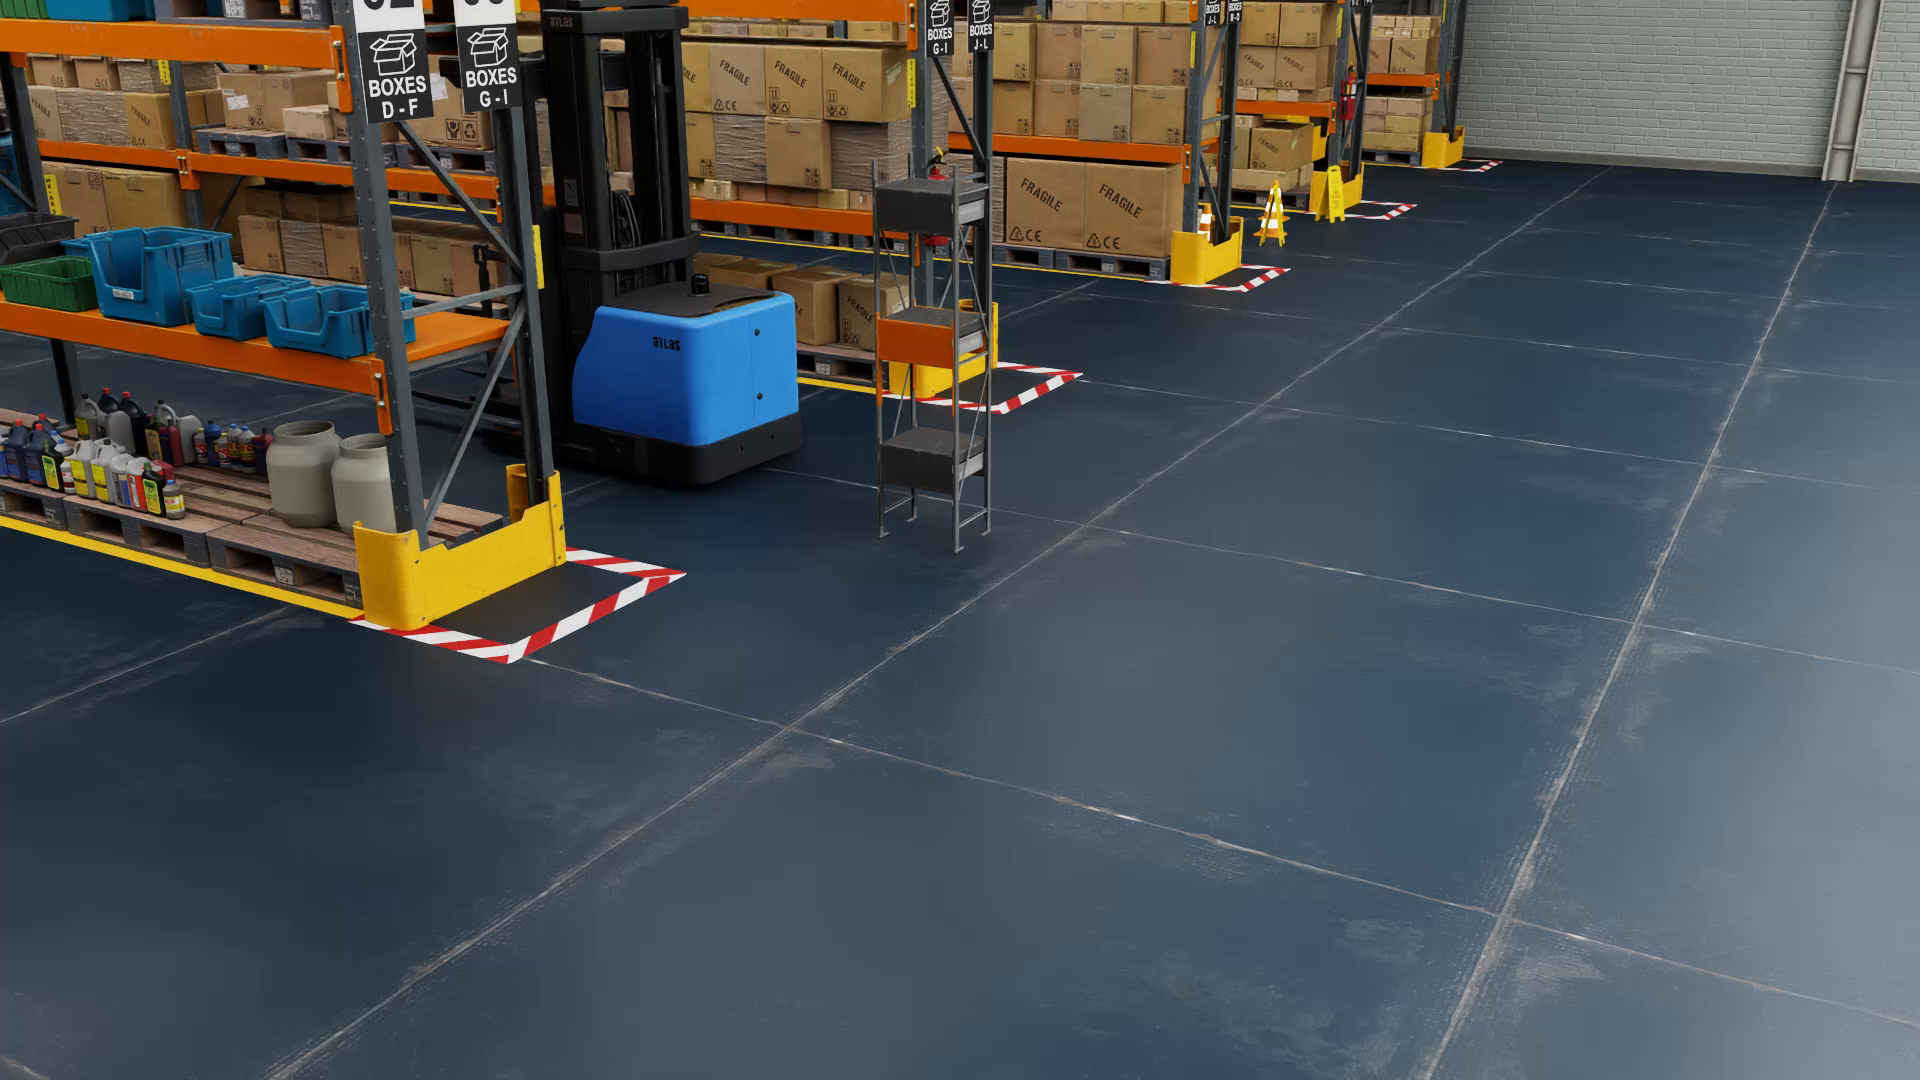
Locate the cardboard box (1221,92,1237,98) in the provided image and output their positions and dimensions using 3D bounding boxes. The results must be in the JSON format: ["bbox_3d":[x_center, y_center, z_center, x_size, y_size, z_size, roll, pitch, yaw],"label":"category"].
[{"bbox_3d":[3.471,-5.642,20.888,0.250,0.149,0.380,11,23,28],"label":"cardboard box"}]

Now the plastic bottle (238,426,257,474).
[{"bbox_3d":[-4.194,-0.536,9.799,0.097,0.271,0.097,0,20,0],"label":"plastic bottle"}]

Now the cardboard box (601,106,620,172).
[{"bbox_3d":[-2.758,-3.300,13.481,0.500,0.500,0.875,11,23,27],"label":"cardboard box"}]

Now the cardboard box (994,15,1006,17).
[{"bbox_3d":[0.601,-8.752,27.995,0.250,0.149,0.380,12,23,29],"label":"cardboard box"}]

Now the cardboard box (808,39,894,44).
[{"bbox_3d":[-0.829,-3.549,12.702,0.500,0.500,0.500,11,23,27],"label":"cardboard box"}]

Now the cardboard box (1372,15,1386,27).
[{"bbox_3d":[6.134,-7.683,24.611,0.250,0.149,0.380,11,23,28],"label":"cardboard box"}]

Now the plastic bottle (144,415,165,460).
[{"bbox_3d":[-4.831,-0.614,9.996,0.133,0.283,0.061,11,23,27],"label":"plastic bottle"}]

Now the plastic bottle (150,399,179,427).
[{"bbox_3d":[-4.803,-0.680,10.081,0.185,0.351,0.144,11,22,27],"label":"plastic bottle"}]

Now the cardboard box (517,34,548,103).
[{"bbox_3d":[-3.271,-3.806,13.410,0.500,0.500,0.500,11,23,27],"label":"cardboard box"}]

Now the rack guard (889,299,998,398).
[{"bbox_3d":[-0.115,-1.472,12.691,0.348,0.500,1.175,11,23,27],"label":"rack guard"}]

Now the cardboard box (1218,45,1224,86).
[{"bbox_3d":[3.307,-5.949,20.783,0.500,0.500,0.500,11,23,27],"label":"cardboard box"}]

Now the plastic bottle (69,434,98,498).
[{"bbox_3d":[-4.918,-0.427,9.383,0.185,0.351,0.144,11,22,27],"label":"plastic bottle"}]

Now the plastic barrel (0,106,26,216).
[{"bbox_3d":[-6.145,-2.216,10.339,0.708,0.901,0.600,11,23,27],"label":"plastic barrel"}]

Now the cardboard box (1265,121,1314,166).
[{"bbox_3d":[4.194,-5.063,21.239,0.500,0.500,0.500,10,22,26],"label":"cardboard box"}]

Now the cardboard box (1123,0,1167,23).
[{"bbox_3d":[2.431,-6.586,21.074,0.500,0.500,0.700,10,22,26],"label":"cardboard box"}]

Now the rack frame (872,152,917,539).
[{"bbox_3d":[-0.358,-1.055,9.195,0.015,2.100,0.400,11,23,27],"label":"rack frame"}]

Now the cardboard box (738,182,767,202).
[{"bbox_3d":[-1.497,-2.706,12.793,0.250,0.149,0.380,11,23,27],"label":"cardboard box"}]

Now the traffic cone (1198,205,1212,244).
[{"bbox_3d":[2.688,-3.413,18.095,0.334,0.463,0.336,11,23,27],"label":"traffic cone"}]

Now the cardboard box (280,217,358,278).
[{"bbox_3d":[-5.947,-2.803,15.714,0.500,0.500,0.700,9,22,23],"label":"cardboard box"}]

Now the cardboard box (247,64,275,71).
[{"bbox_3d":[-9.030,-6.360,21.917,0.500,0.500,0.500,10,22,26],"label":"cardboard box"}]

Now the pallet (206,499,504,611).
[{"bbox_3d":[-3.260,0.015,9.013,1.213,0.211,1.003,11,23,27],"label":"pallet"}]

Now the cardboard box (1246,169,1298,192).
[{"bbox_3d":[3.927,-4.548,20.921,0.500,0.250,0.500,11,23,27],"label":"cardboard box"}]

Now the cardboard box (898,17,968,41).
[{"bbox_3d":[-0.191,-5.209,17.524,0.550,0.550,0.875,11,23,27],"label":"cardboard box"}]

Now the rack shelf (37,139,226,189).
[{"bbox_3d":[-8.778,-3.960,16.937,4.000,0.370,1.077,11,23,27],"label":"rack shelf"}]

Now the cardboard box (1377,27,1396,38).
[{"bbox_3d":[6.329,-7.484,24.501,0.250,0.149,0.380,11,23,28],"label":"cardboard box"}]

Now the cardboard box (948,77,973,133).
[{"bbox_3d":[0.200,-4.563,17.325,0.550,0.550,0.875,11,23,27],"label":"cardboard box"}]

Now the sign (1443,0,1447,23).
[{"bbox_3d":[6.925,-7.560,23.761,0.005,0.325,0.100,11,23,27],"label":"sign"}]

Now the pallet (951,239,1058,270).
[{"bbox_3d":[0.662,-3.097,17.592,1.213,0.211,1.003,11,23,27],"label":"pallet"}]

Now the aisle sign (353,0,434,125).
[{"bbox_3d":[-2.546,-2.282,7.445,0.004,0.787,0.394,11,23,27],"label":"aisle sign"}]

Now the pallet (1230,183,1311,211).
[{"bbox_3d":[4.026,-4.432,21.275,1.213,0.211,1.003,11,23,27],"label":"pallet"}]

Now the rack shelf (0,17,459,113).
[{"bbox_3d":[-4.210,-2.565,8.693,4.000,0.370,1.077,11,23,27],"label":"rack shelf"}]

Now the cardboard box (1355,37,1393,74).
[{"bbox_3d":[6.196,-7.203,24.677,0.500,0.500,0.500,12,23,29],"label":"cardboard box"}]

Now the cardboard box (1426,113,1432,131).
[{"bbox_3d":[6.893,-6.343,25.136,0.500,0.250,0.500,11,23,28],"label":"cardboard box"}]

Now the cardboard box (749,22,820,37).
[{"bbox_3d":[-1.920,-5.442,18.357,0.500,0.500,0.700,10,22,26],"label":"cardboard box"}]

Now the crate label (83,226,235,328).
[{"bbox_3d":[-4.202,-1.402,8.781,0.616,0.435,0.502,11,23,27],"label":"crate label"}]

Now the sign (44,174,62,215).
[{"bbox_3d":[-5.678,-2.117,10.398,0.005,0.325,0.100,11,23,27],"label":"sign"}]

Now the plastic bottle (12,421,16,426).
[{"bbox_3d":[-5.544,-0.558,9.843,0.133,0.283,0.061,11,23,27],"label":"plastic bottle"}]

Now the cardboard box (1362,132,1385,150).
[{"bbox_3d":[6.208,-6.038,25.027,0.500,0.250,0.500,11,23,27],"label":"cardboard box"}]

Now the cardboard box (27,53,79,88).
[{"bbox_3d":[-8.819,-4.829,16.661,0.637,0.503,0.797,12,23,29],"label":"cardboard box"}]

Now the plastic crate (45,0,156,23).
[{"bbox_3d":[-4.275,-2.790,8.283,0.575,0.384,0.392,11,23,27],"label":"plastic crate"}]

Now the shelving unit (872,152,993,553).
[{"bbox_3d":[-0.145,-1.015,9.083,0.503,2.100,0.431,11,23,27],"label":"shelving unit"}]

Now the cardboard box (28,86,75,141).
[{"bbox_3d":[-8.915,-4.275,16.606,0.500,0.500,0.500,11,23,28],"label":"cardboard box"}]

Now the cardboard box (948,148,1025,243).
[{"bbox_3d":[0.271,-3.684,17.623,0.875,0.875,0.875,11,23,28],"label":"cardboard box"}]

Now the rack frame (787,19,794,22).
[{"bbox_3d":[-2.199,-6.915,24.030,0.127,3.000,1.000,11,23,27],"label":"rack frame"}]

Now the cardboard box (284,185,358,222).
[{"bbox_3d":[-5.965,-3.162,15.603,0.500,0.250,0.500,14,24,33],"label":"cardboard box"}]

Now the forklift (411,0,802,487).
[{"bbox_3d":[-2.547,-2.064,10.757,3.031,2.935,1.130,12,23,31],"label":"forklift"}]

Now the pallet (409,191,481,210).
[{"bbox_3d":[-6.268,-4.448,21.317,1.213,0.211,1.003,11,23,27],"label":"pallet"}]

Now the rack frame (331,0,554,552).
[{"bbox_3d":[-2.464,-1.160,8.165,0.127,3.000,1.000,11,23,27],"label":"rack frame"}]

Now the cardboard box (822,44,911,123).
[{"bbox_3d":[-0.649,-3.309,12.041,0.500,0.500,0.500,11,23,27],"label":"cardboard box"}]

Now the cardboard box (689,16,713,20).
[{"bbox_3d":[-3.661,-7.608,24.327,0.500,0.500,0.500,11,23,27],"label":"cardboard box"}]

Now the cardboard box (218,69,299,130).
[{"bbox_3d":[-6.541,-4.132,15.594,0.500,0.500,0.500,8,21,21],"label":"cardboard box"}]

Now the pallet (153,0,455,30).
[{"bbox_3d":[-3.138,-2.648,8.145,1.213,0.211,1.003,11,23,27],"label":"pallet"}]
